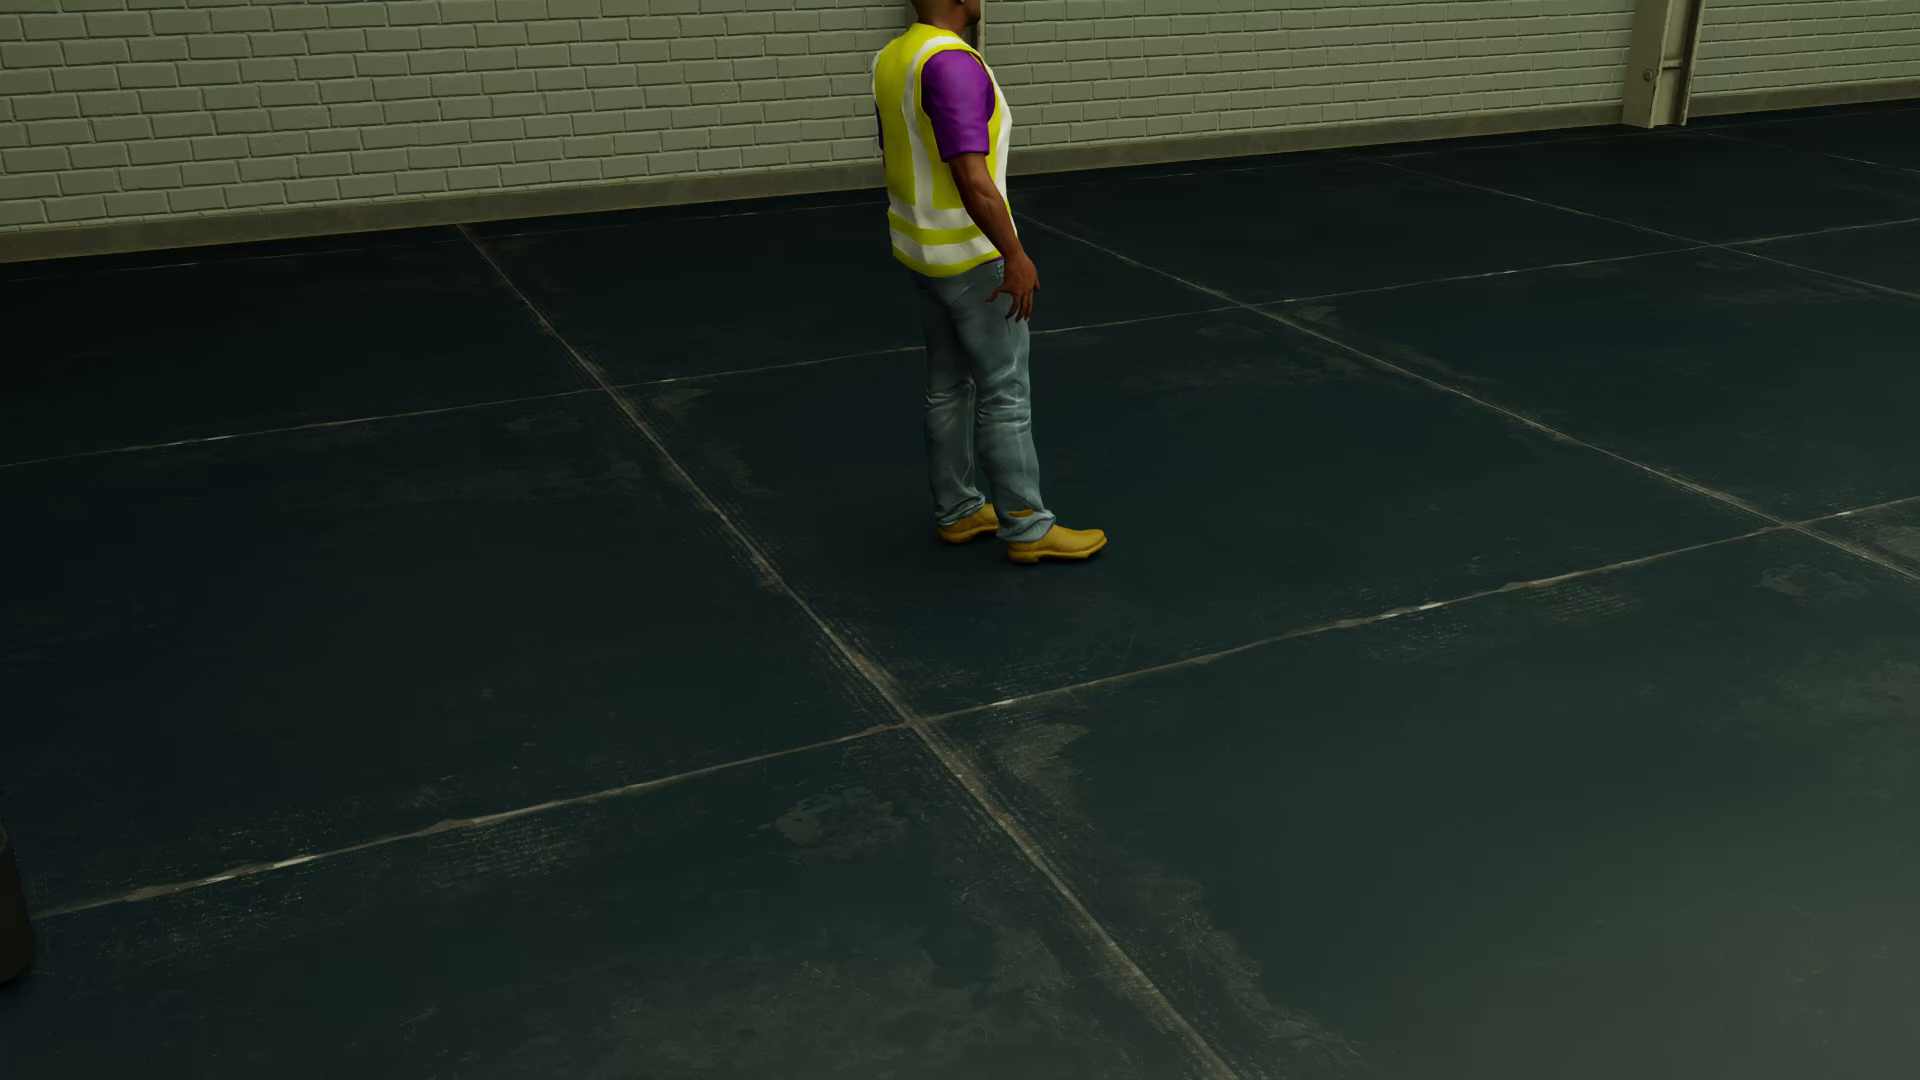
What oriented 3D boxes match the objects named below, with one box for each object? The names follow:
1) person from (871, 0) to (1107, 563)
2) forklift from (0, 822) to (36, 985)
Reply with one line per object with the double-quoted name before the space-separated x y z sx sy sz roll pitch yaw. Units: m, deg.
"person" 0.066 -0.832 4.788 0.575 1.768 0.665 -10 25 -23
"forklift" -3.160 -0.285 1.972 3.031 2.935 1.130 -18 28 -36
